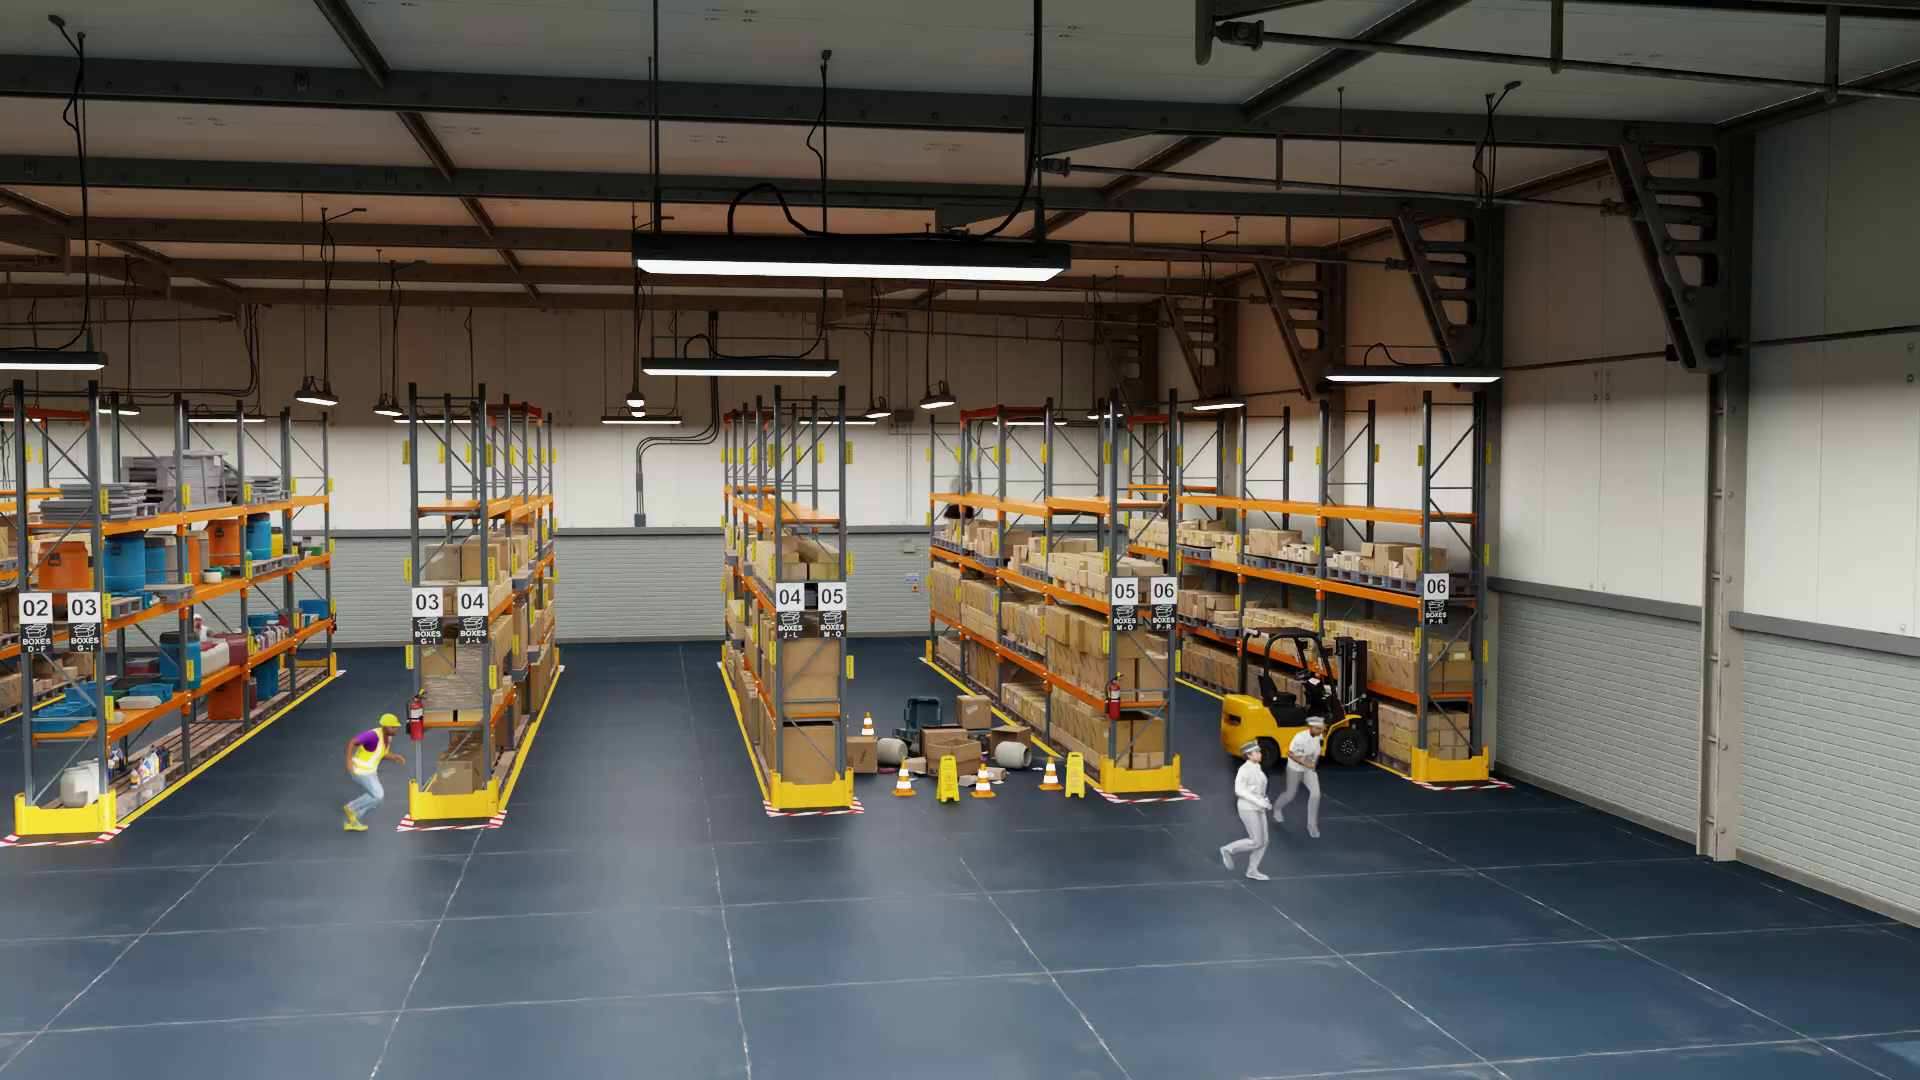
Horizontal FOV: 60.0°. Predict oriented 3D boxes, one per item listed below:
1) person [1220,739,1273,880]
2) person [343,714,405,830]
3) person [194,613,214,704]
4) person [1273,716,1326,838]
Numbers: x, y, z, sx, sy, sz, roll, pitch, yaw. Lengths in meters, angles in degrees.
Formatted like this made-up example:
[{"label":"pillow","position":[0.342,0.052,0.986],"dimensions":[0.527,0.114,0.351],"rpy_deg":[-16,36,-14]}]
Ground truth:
[{"label":"person","position":[3.413,3.174,19.683],"dimensions":[0.611,1.654,0.603],"rpy_deg":[2,3,30]},{"label":"person","position":[-7.818,3.094,22.064],"dimensions":[0.830,1.577,0.734],"rpy_deg":[0,3,7]},{"label":"person","position":[-15.511,2.399,33.827],"dimensions":[0.589,1.831,0.835],"rpy_deg":[-1,3,-12]},{"label":"person","position":[4.526,3.109,22.213],"dimensions":[0.615,1.626,0.985],"rpy_deg":[-2,3,-28]}]
